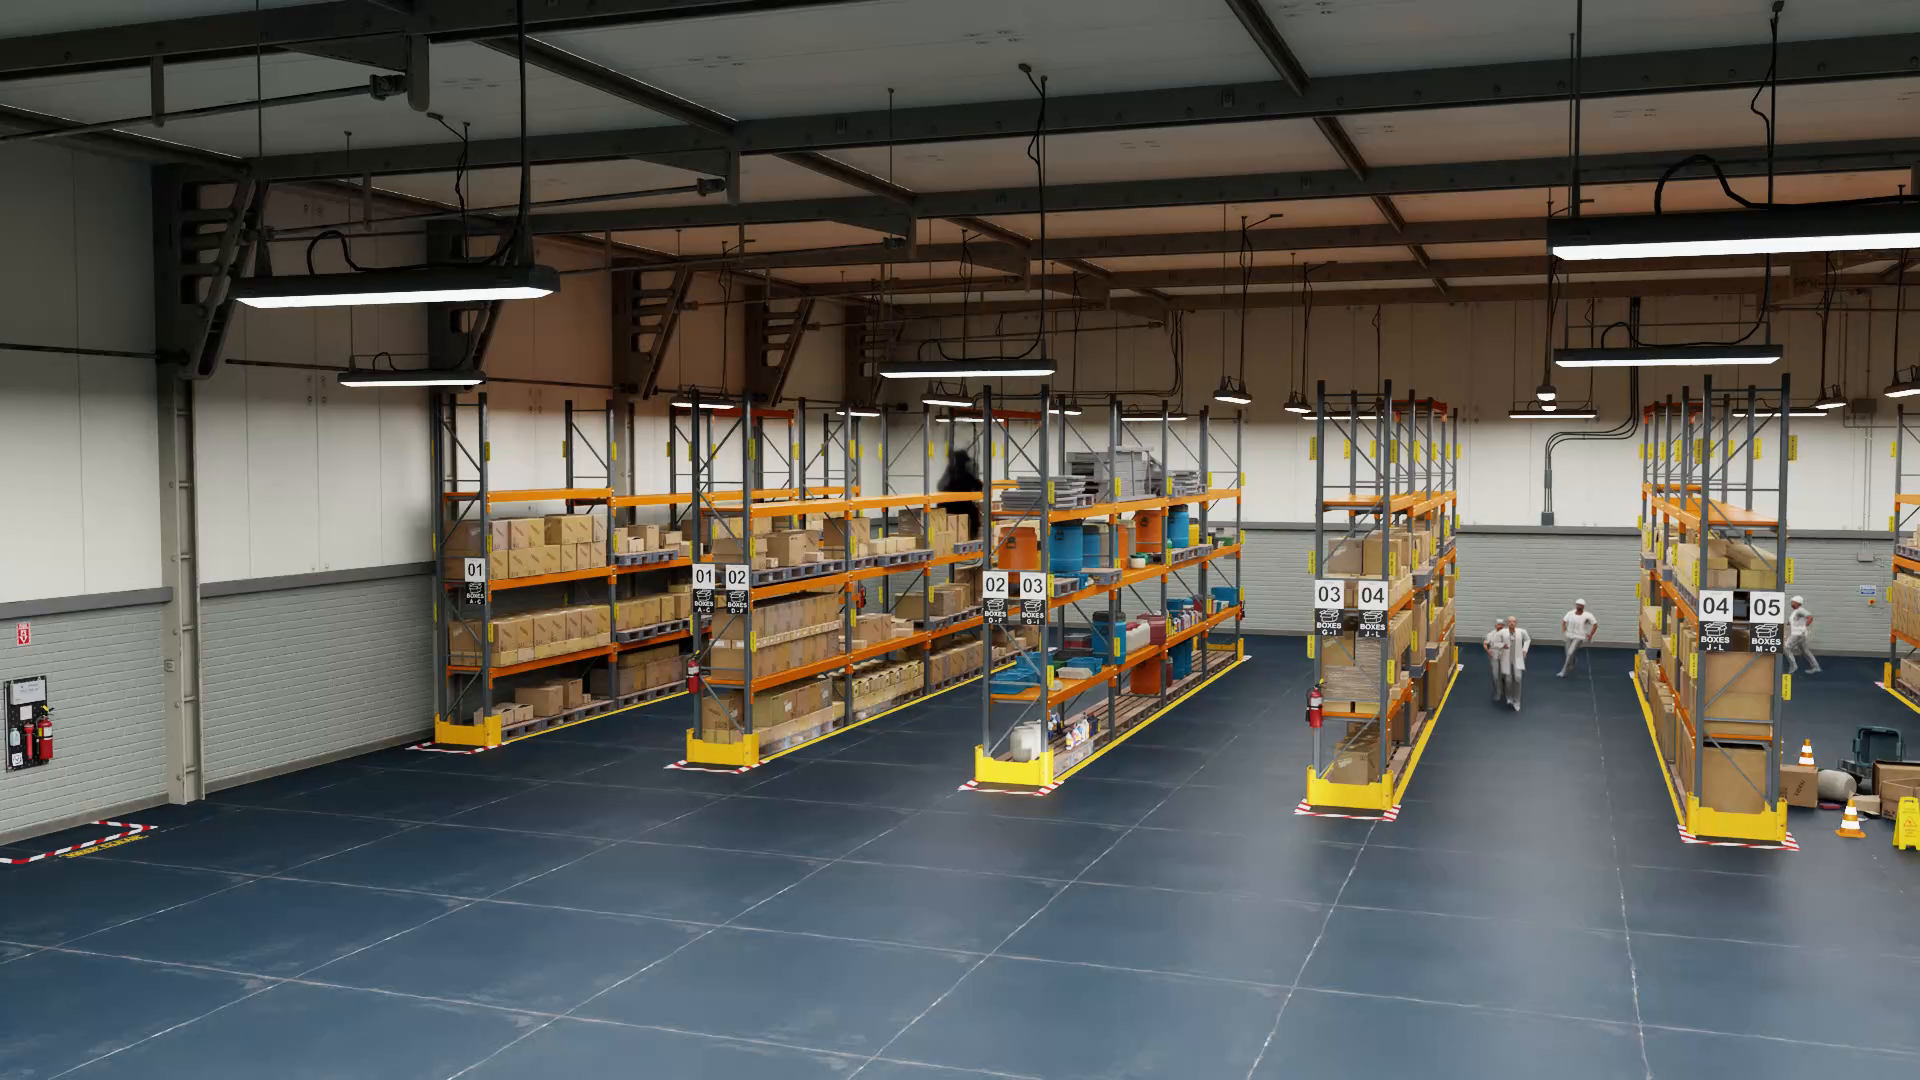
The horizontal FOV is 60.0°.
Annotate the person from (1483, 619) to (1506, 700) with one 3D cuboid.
[{"bbox_3d":[10.870,2.407,33.559,0.616,1.631,0.543,1,3,19],"label":"person"}]

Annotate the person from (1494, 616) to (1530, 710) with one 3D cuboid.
[{"bbox_3d":[10.755,2.400,32.419,0.684,1.843,0.842,1,3,18],"label":"person"}]

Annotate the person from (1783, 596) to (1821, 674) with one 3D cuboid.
[{"bbox_3d":[18.658,2.145,36.974,0.897,1.805,0.693,2,3,27],"label":"person"}]

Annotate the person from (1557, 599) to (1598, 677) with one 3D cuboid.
[{"bbox_3d":[13.683,2.164,36.916,0.937,1.725,0.765,-3,4,-43],"label":"person"}]
